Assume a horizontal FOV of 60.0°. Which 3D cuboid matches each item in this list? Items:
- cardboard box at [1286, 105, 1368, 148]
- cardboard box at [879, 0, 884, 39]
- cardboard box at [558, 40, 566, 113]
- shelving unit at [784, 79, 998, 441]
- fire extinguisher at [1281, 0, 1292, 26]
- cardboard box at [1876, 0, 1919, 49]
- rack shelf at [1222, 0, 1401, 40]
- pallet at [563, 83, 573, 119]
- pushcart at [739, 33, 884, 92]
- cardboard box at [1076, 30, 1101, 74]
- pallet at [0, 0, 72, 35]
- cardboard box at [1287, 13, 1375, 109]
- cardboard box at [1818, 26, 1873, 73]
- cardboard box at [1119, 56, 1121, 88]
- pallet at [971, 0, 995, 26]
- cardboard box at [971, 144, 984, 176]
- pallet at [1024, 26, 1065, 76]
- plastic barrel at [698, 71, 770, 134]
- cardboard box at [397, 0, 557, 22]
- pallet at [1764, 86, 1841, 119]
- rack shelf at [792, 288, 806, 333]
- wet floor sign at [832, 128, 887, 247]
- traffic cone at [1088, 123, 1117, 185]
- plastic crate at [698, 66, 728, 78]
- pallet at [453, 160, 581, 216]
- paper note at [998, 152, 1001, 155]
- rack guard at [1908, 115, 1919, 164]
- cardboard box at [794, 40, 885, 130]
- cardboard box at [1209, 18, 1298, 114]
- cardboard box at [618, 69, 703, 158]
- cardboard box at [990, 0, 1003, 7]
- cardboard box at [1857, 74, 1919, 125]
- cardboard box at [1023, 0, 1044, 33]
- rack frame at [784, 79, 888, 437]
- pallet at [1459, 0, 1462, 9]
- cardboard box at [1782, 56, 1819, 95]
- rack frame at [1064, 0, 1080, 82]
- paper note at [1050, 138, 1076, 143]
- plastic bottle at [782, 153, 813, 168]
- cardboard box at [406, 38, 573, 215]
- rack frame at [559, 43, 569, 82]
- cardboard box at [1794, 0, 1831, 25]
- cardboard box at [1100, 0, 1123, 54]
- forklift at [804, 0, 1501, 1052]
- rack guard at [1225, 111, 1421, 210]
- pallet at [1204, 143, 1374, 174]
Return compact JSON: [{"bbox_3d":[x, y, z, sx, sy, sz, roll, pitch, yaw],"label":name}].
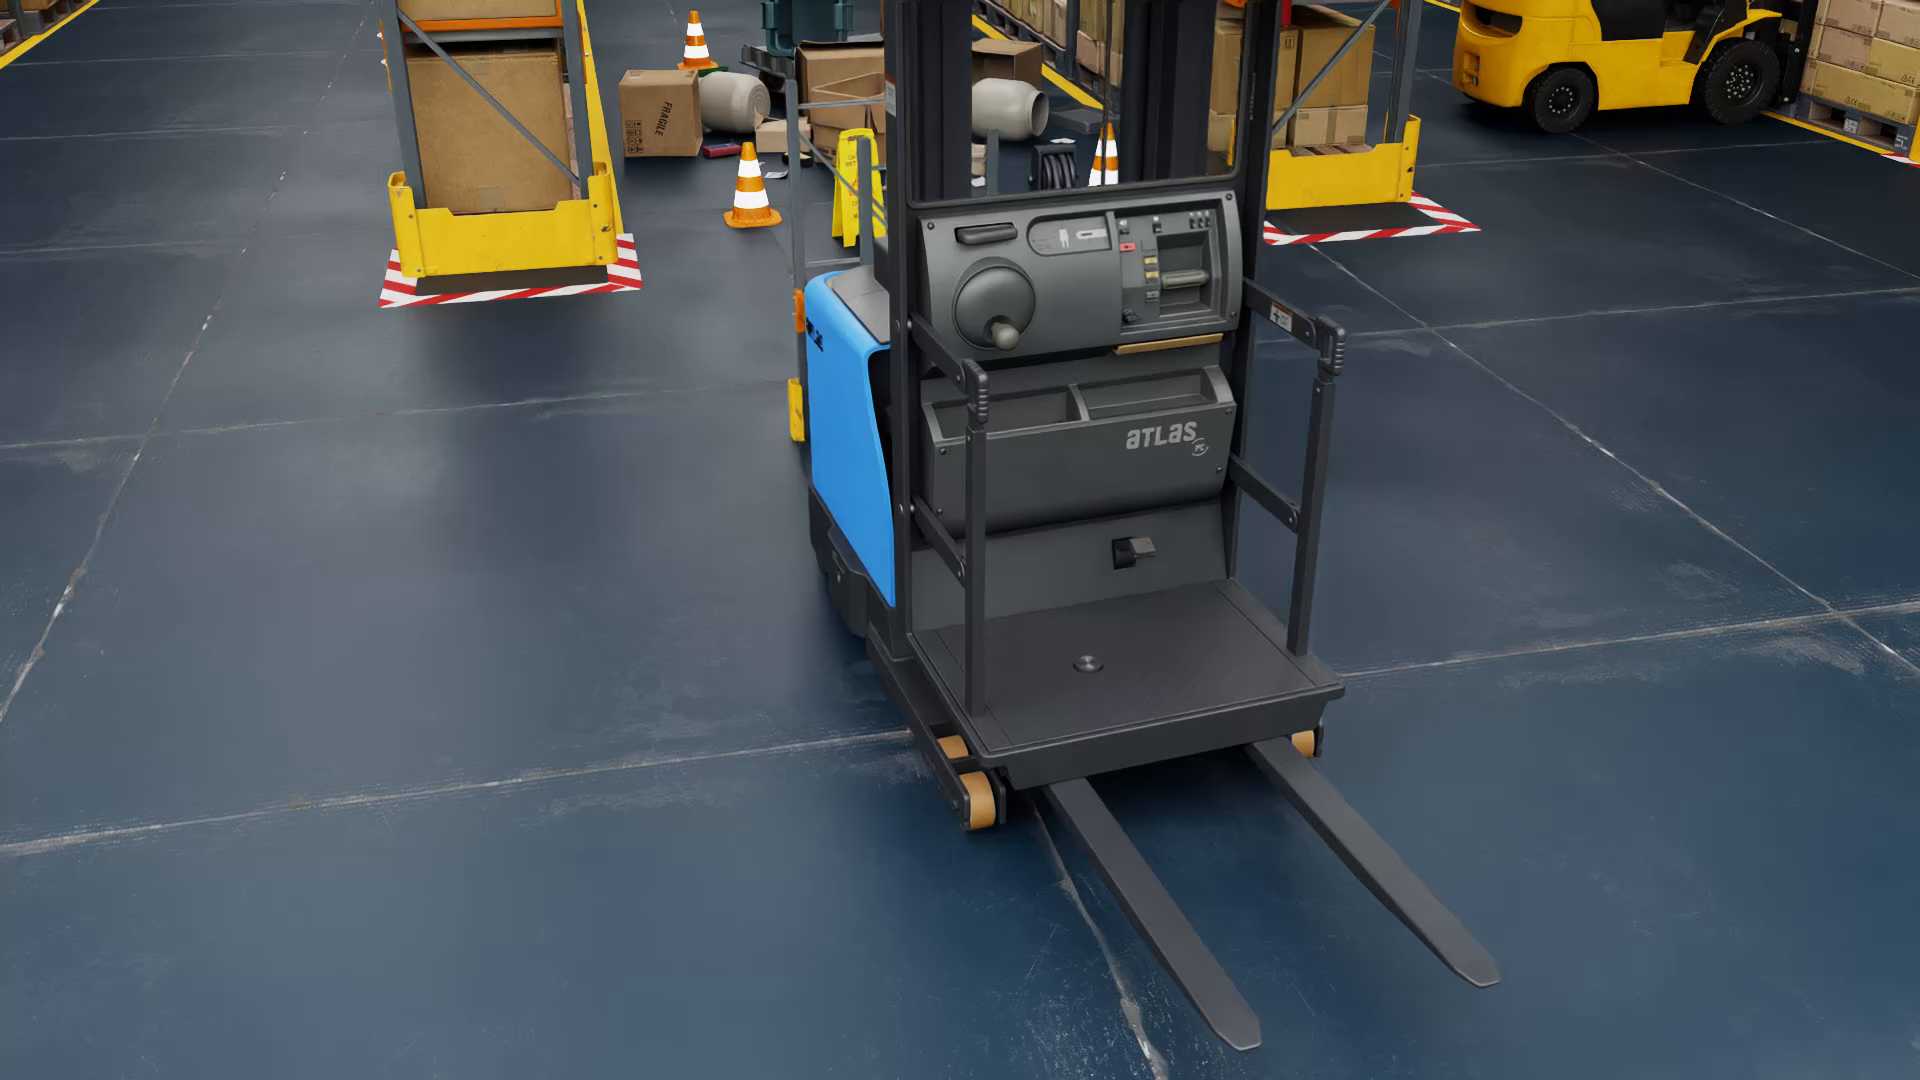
[{"bbox_3d":[2.363,-2.802,11.057,0.500,0.250,0.500,-6,27,-12],"label":"cardboard box"},{"bbox_3d":[-0.354,-4.244,13.262,0.500,0.500,0.500,-6,27,-12],"label":"cardboard box"},{"bbox_3d":[-3.146,-3.229,11.210,0.875,0.875,0.875,-6,27,-11],"label":"cardboard box"},{"bbox_3d":[-0.278,-0.940,6.447,0.587,1.500,1.083,-9,28,-17],"label":"shelving unit"},{"bbox_3d":[1.852,-3.328,9.600,0.296,0.674,0.183,-6,27,-12],"label":"fire extinguisher"},{"bbox_3d":[6.703,-3.542,11.414,0.500,0.250,0.500,-5,27,-10],"label":"cardboard box"},{"bbox_3d":[1.824,-4.016,11.676,1.077,0.370,4.000,-6,27,-12],"label":"rack shelf"},{"bbox_3d":[-3.331,-3.082,12.121,1.003,0.211,1.213,-6,27,-12],"label":"pallet"},{"bbox_3d":[-0.836,-3.791,13.343,1.648,0.377,0.936,-16,31,-29],"label":"pushcart"},{"bbox_3d":[1.244,-3.889,13.211,0.500,0.250,0.500,-7,28,-14],"label":"cardboard box"},{"bbox_3d":[-9.287,-5.074,16.068,1.003,0.211,1.213,-6,27,-12],"label":"pallet"},{"bbox_3d":[2.357,-3.147,10.909,0.500,0.500,0.500,-7,28,-13],"label":"cardboard box"},{"bbox_3d":[6.594,-3.551,11.988,0.500,0.250,0.500,-6,27,-12],"label":"cardboard box"},{"bbox_3d":[1.497,-3.423,12.288,0.500,0.250,0.500,-6,27,-12],"label":"cardboard box"},{"bbox_3d":[0.647,-5.383,16.681,1.003,0.211,1.213,-6,27,-12],"label":"pallet"},{"bbox_3d":[0.012,-2.557,11.150,0.380,0.149,0.250,8,28,15],"label":"cardboard box"},{"bbox_3d":[1.197,-4.312,14.559,1.003,0.211,1.213,-6,27,-12],"label":"pallet"},{"bbox_3d":[-1.676,-3.176,12.073,0.512,0.421,0.421,13,30,24],"label":"plastic barrel"},{"bbox_3d":[-2.653,-3.138,8.971,0.875,0.550,0.550,-6,27,-12],"label":"cardboard box"},{"bbox_3d":[6.626,-3.586,13.121,1.003,0.211,1.213,-6,27,-12],"label":"pallet"},{"bbox_3d":[-0.275,-0.775,6.520,0.538,0.185,1.000,-9,28,-17],"label":"rack shelf"},{"bbox_3d":[-0.589,-2.050,9.595,0.267,0.644,0.232,-11,29,-20],"label":"wet floor sign"},{"bbox_3d":[0.921,-2.385,10.461,0.336,0.463,0.334,-6,27,-12],"label":"traffic cone"},{"bbox_3d":[-2.111,-3.495,12.903,0.450,0.188,0.662,-2,25,20],"label":"plastic crate"},{"bbox_3d":[-2.781,-2.011,9.999,1.003,0.211,1.213,-6,27,-12],"label":"pallet"},{"bbox_3d":[0.255,-2.700,11.589,0.032,0.001,0.123,-6,27,-12],"label":"paper note"},{"bbox_3d":[7.116,-2.839,11.319,1.175,0.500,0.348,-6,27,-12],"label":"rack guard"},{"bbox_3d":[-0.806,-3.329,12.137,0.797,0.637,0.503,-6,27,-12],"label":"cardboard box"},{"bbox_3d":[1.841,-3.079,10.775,0.500,0.500,0.500,-6,27,-11],"label":"cardboard box"},{"bbox_3d":[-2.077,-2.976,11.589,0.500,0.500,0.500,-1,27,-3],"label":"cardboard box"},{"bbox_3d":[0.764,-5.414,16.097,0.950,0.372,0.625,-6,27,-13],"label":"cardboard box"},{"bbox_3d":[6.697,-3.099,11.647,0.500,0.250,0.500,-6,27,-11],"label":"cardboard box"},{"bbox_3d":[1.088,-4.775,14.832,0.950,0.372,0.625,-4,27,-8],"label":"cardboard box"},{"bbox_3d":[-0.442,-1.152,6.868,0.500,1.500,0.032,-9,28,-17],"label":"rack frame"},{"bbox_3d":[5.726,-5.332,16.580,1.003,0.211,1.213,-6,27,-12],"label":"pallet"},{"bbox_3d":[6.490,-3.539,12.518,0.500,0.250,0.500,-6,27,-11],"label":"cardboard box"},{"bbox_3d":[1.374,-5.215,13.254,1.000,3.000,0.127,-6,27,-12],"label":"rack frame"},{"bbox_3d":[0.739,-2.857,11.877,0.142,0.019,0.148,-16,31,-29],"label":"paper note"},{"bbox_3d":[-1.124,-2.595,11.323,0.133,0.061,0.283,-16,31,-29],"label":"plastic bottle"},{"bbox_3d":[-2.742,-2.442,9.652,0.875,0.875,0.875,-6,27,-11],"label":"cardboard box"},{"bbox_3d":[-3.426,-4.668,12.170,1.000,3.000,0.127,-6,27,-12],"label":"rack frame"},{"bbox_3d":[6.458,-3.986,12.294,0.500,0.250,0.500,-6,27,-11],"label":"cardboard box"},{"bbox_3d":[1.376,-3.990,12.579,0.500,0.500,0.500,-5,27,-10],"label":"cardboard box"},{"bbox_3d":[0.418,-0.704,4.391,1.130,2.935,3.031,-9,28,-17],"label":"forklift"},{"bbox_3d":[2.258,-2.377,10.404,1.175,0.500,0.348,-6,27,-12],"label":"rack guard"},{"bbox_3d":[2.109,-2.608,11.183,1.003,0.211,1.213,-6,27,-12],"label":"pallet"}]
